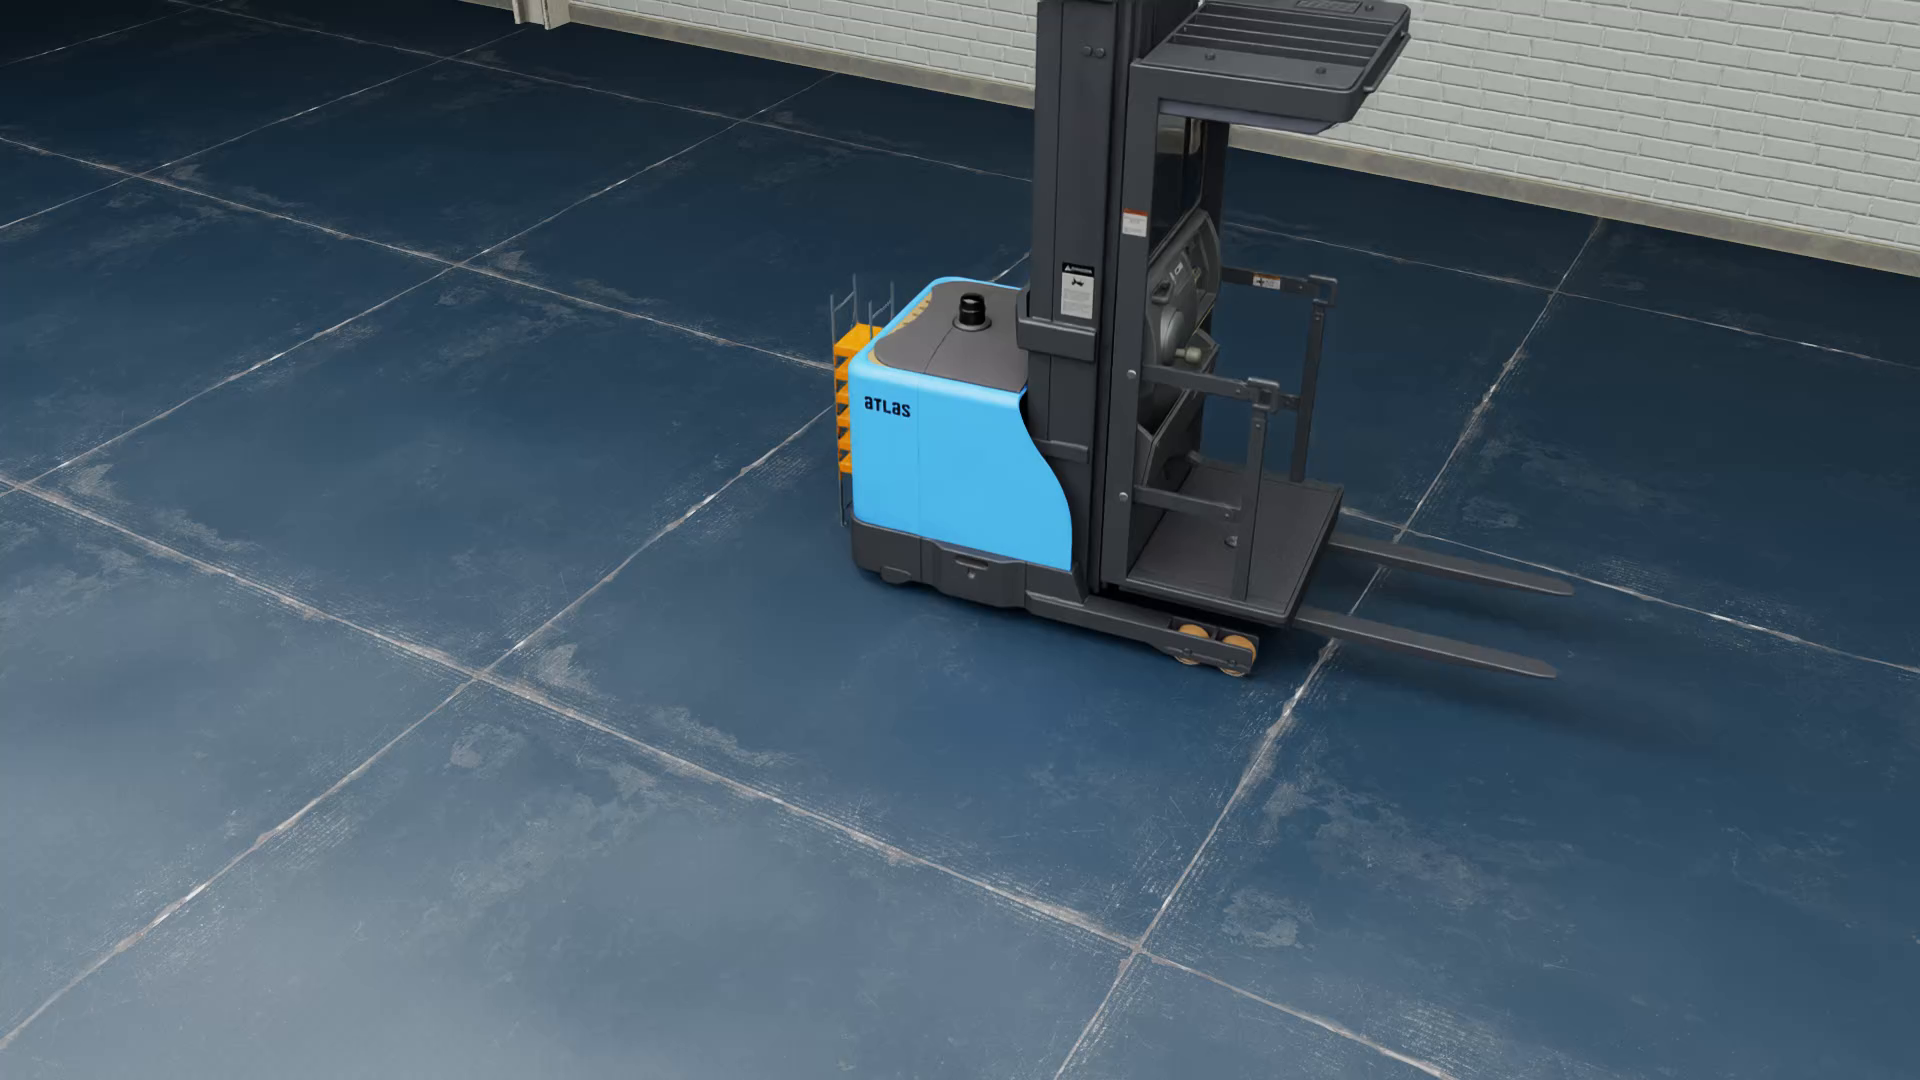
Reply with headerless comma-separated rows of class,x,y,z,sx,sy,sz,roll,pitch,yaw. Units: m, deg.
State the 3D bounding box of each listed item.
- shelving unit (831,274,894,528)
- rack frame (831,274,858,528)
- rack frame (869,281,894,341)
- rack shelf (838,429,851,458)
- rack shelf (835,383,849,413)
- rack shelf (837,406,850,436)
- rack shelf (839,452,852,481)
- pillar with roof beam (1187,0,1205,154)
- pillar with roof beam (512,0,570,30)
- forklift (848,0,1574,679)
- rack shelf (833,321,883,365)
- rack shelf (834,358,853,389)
shelving unit,-0.425,-0.597,7.563,0.189,1.200,0.258,13,36,19
rack frame,-0.509,-0.616,7.593,0.006,1.200,0.240,13,36,19
rack frame,-0.341,-0.577,7.534,0.006,1.200,0.240,13,36,19
rack shelf,-0.425,-0.460,7.655,0.180,0.103,0.258,13,36,19
rack shelf,-0.425,-0.660,7.522,0.180,0.103,0.258,13,36,19
rack shelf,-0.425,-0.560,7.588,0.180,0.103,0.258,13,36,19
rack shelf,-0.425,-0.360,7.721,0.180,0.103,0.258,13,36,19
pillar with roof beam,-0.572,-4.564,6.485,0.400,9.000,9.100,18,37,24
pillar with roof beam,-5.782,-6.214,8.963,0.400,9.000,9.100,18,37,24
forklift,1.080,-0.992,6.595,3.031,2.935,1.130,13,36,19
rack shelf,-0.425,-0.859,7.389,0.180,0.103,0.258,13,36,19
rack shelf,-0.425,-0.759,7.455,0.180,0.103,0.258,13,36,19
